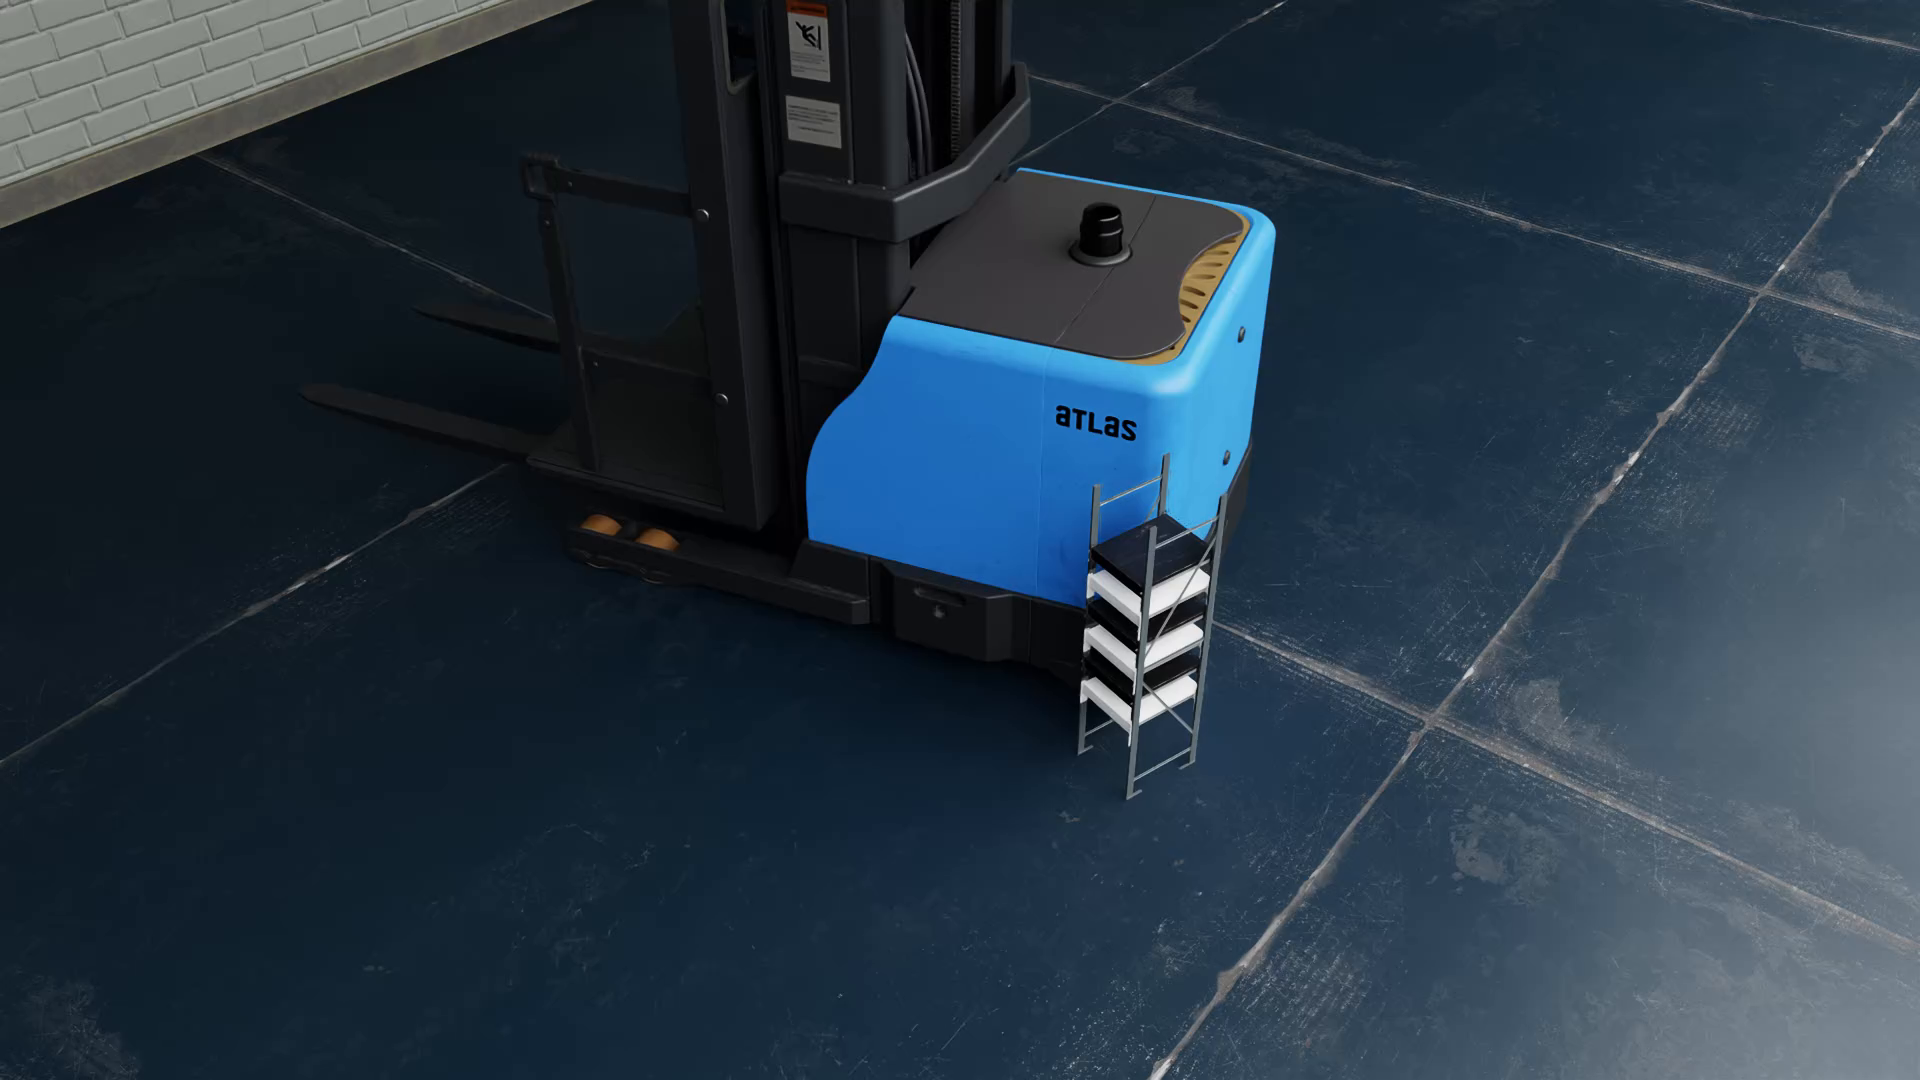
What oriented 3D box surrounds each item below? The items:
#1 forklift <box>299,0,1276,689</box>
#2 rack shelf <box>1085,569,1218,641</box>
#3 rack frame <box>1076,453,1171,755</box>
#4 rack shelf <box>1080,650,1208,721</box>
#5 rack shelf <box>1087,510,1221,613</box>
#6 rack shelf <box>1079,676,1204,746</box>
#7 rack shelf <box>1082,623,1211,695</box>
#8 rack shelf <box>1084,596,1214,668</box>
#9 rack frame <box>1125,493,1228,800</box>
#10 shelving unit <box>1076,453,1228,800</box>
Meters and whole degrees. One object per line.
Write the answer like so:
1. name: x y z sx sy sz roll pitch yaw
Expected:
1. forklift: -0.663 -1.307 4.542 3.031 2.935 1.130 14 40 17
2. rack shelf: 0.474 0.120 4.129 0.258 0.077 0.200 -24 44 -27
3. rack frame: 0.415 0.185 4.284 0.240 0.900 0.006 -24 44 -27
4. rack shelf: 0.474 0.333 4.295 0.258 0.077 0.200 -24 44 -27
5. rack shelf: 0.474 0.049 4.073 0.258 0.077 0.200 -24 44 -27
6. rack shelf: 0.474 0.404 4.351 0.258 0.077 0.200 -24 44 -27
7. rack shelf: 0.474 0.262 4.240 0.258 0.077 0.200 -24 44 -27
8. rack shelf: 0.474 0.191 4.184 0.258 0.077 0.200 -24 44 -27
9. rack frame: 0.533 0.287 4.154 0.240 0.900 0.006 -24 44 -27
10. shelving unit: 0.474 0.236 4.219 0.258 0.900 0.210 -24 44 -27
